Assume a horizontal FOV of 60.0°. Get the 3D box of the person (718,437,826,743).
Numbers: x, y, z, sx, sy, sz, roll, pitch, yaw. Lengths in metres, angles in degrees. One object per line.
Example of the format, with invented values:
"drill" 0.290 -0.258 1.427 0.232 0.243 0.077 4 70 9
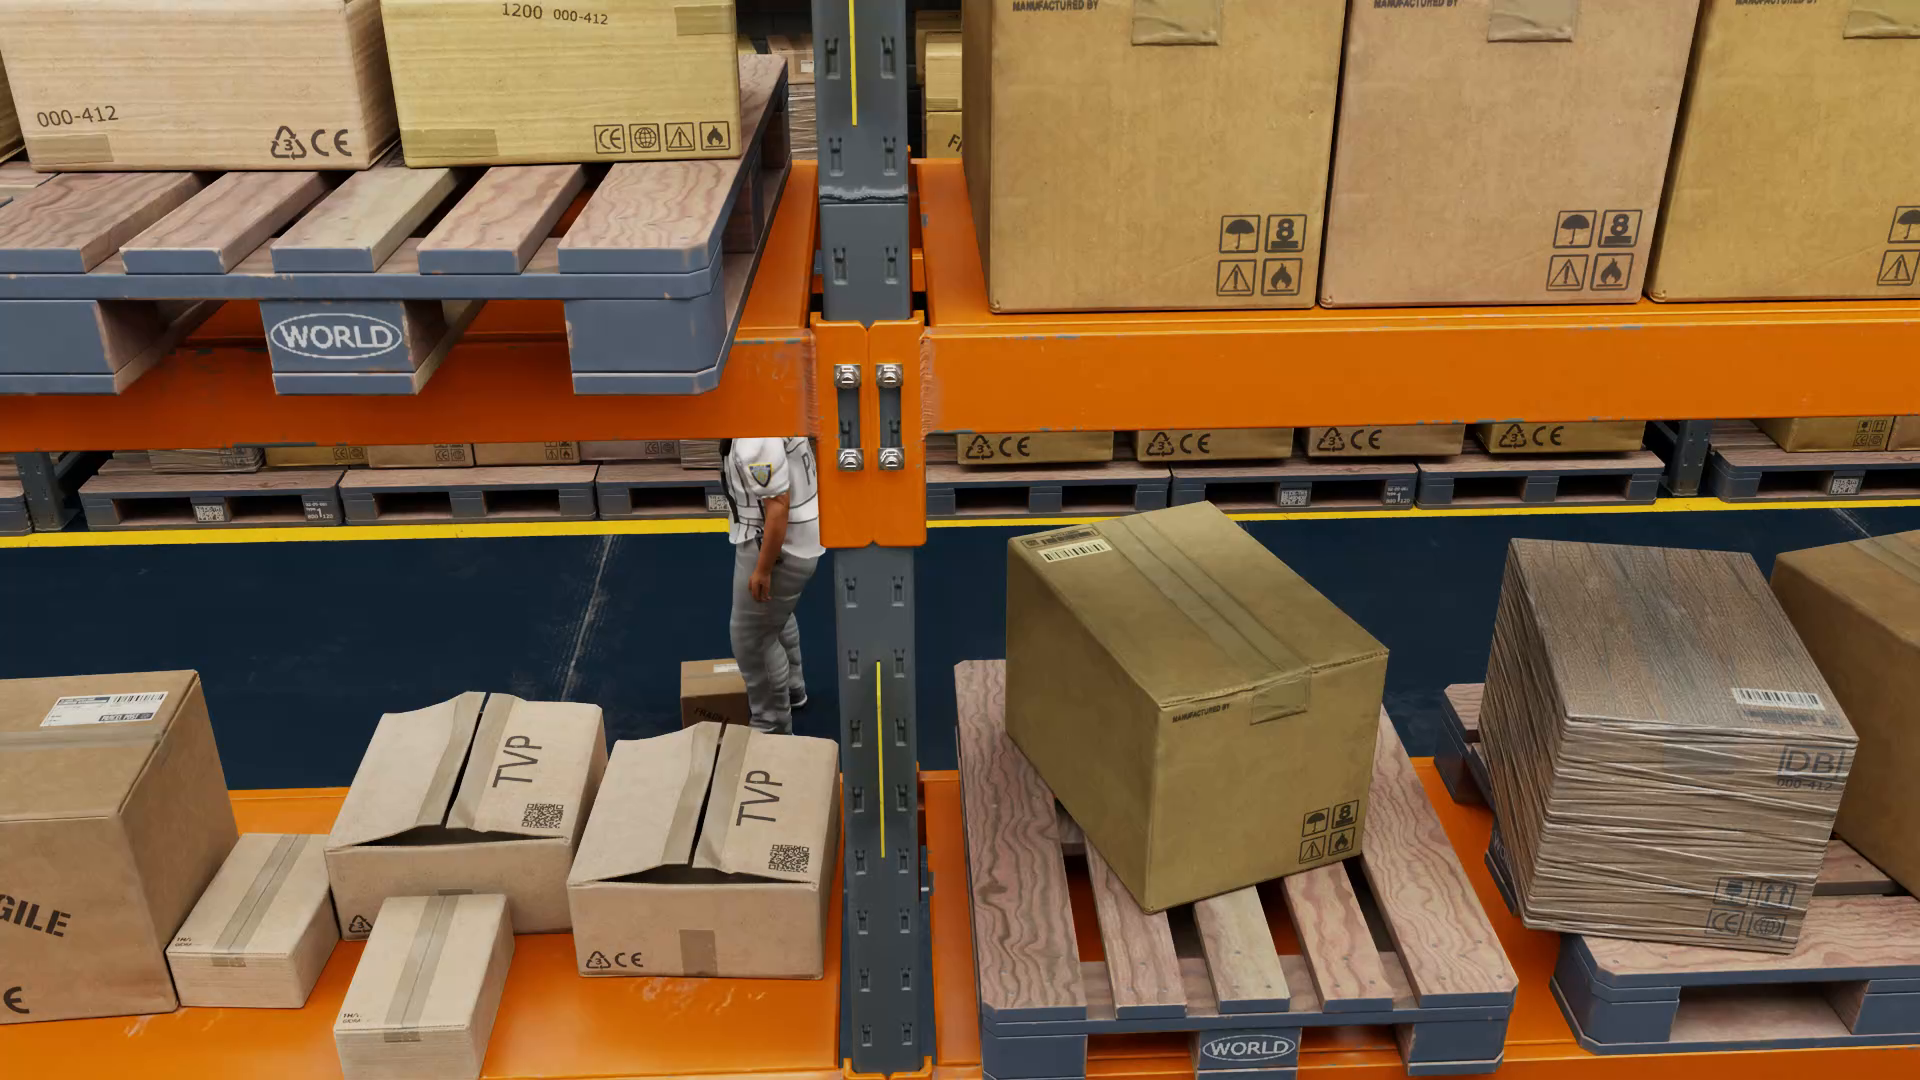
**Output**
"person" -0.728 0.003 6.109 0.468 1.665 0.558 -3 28 -6
